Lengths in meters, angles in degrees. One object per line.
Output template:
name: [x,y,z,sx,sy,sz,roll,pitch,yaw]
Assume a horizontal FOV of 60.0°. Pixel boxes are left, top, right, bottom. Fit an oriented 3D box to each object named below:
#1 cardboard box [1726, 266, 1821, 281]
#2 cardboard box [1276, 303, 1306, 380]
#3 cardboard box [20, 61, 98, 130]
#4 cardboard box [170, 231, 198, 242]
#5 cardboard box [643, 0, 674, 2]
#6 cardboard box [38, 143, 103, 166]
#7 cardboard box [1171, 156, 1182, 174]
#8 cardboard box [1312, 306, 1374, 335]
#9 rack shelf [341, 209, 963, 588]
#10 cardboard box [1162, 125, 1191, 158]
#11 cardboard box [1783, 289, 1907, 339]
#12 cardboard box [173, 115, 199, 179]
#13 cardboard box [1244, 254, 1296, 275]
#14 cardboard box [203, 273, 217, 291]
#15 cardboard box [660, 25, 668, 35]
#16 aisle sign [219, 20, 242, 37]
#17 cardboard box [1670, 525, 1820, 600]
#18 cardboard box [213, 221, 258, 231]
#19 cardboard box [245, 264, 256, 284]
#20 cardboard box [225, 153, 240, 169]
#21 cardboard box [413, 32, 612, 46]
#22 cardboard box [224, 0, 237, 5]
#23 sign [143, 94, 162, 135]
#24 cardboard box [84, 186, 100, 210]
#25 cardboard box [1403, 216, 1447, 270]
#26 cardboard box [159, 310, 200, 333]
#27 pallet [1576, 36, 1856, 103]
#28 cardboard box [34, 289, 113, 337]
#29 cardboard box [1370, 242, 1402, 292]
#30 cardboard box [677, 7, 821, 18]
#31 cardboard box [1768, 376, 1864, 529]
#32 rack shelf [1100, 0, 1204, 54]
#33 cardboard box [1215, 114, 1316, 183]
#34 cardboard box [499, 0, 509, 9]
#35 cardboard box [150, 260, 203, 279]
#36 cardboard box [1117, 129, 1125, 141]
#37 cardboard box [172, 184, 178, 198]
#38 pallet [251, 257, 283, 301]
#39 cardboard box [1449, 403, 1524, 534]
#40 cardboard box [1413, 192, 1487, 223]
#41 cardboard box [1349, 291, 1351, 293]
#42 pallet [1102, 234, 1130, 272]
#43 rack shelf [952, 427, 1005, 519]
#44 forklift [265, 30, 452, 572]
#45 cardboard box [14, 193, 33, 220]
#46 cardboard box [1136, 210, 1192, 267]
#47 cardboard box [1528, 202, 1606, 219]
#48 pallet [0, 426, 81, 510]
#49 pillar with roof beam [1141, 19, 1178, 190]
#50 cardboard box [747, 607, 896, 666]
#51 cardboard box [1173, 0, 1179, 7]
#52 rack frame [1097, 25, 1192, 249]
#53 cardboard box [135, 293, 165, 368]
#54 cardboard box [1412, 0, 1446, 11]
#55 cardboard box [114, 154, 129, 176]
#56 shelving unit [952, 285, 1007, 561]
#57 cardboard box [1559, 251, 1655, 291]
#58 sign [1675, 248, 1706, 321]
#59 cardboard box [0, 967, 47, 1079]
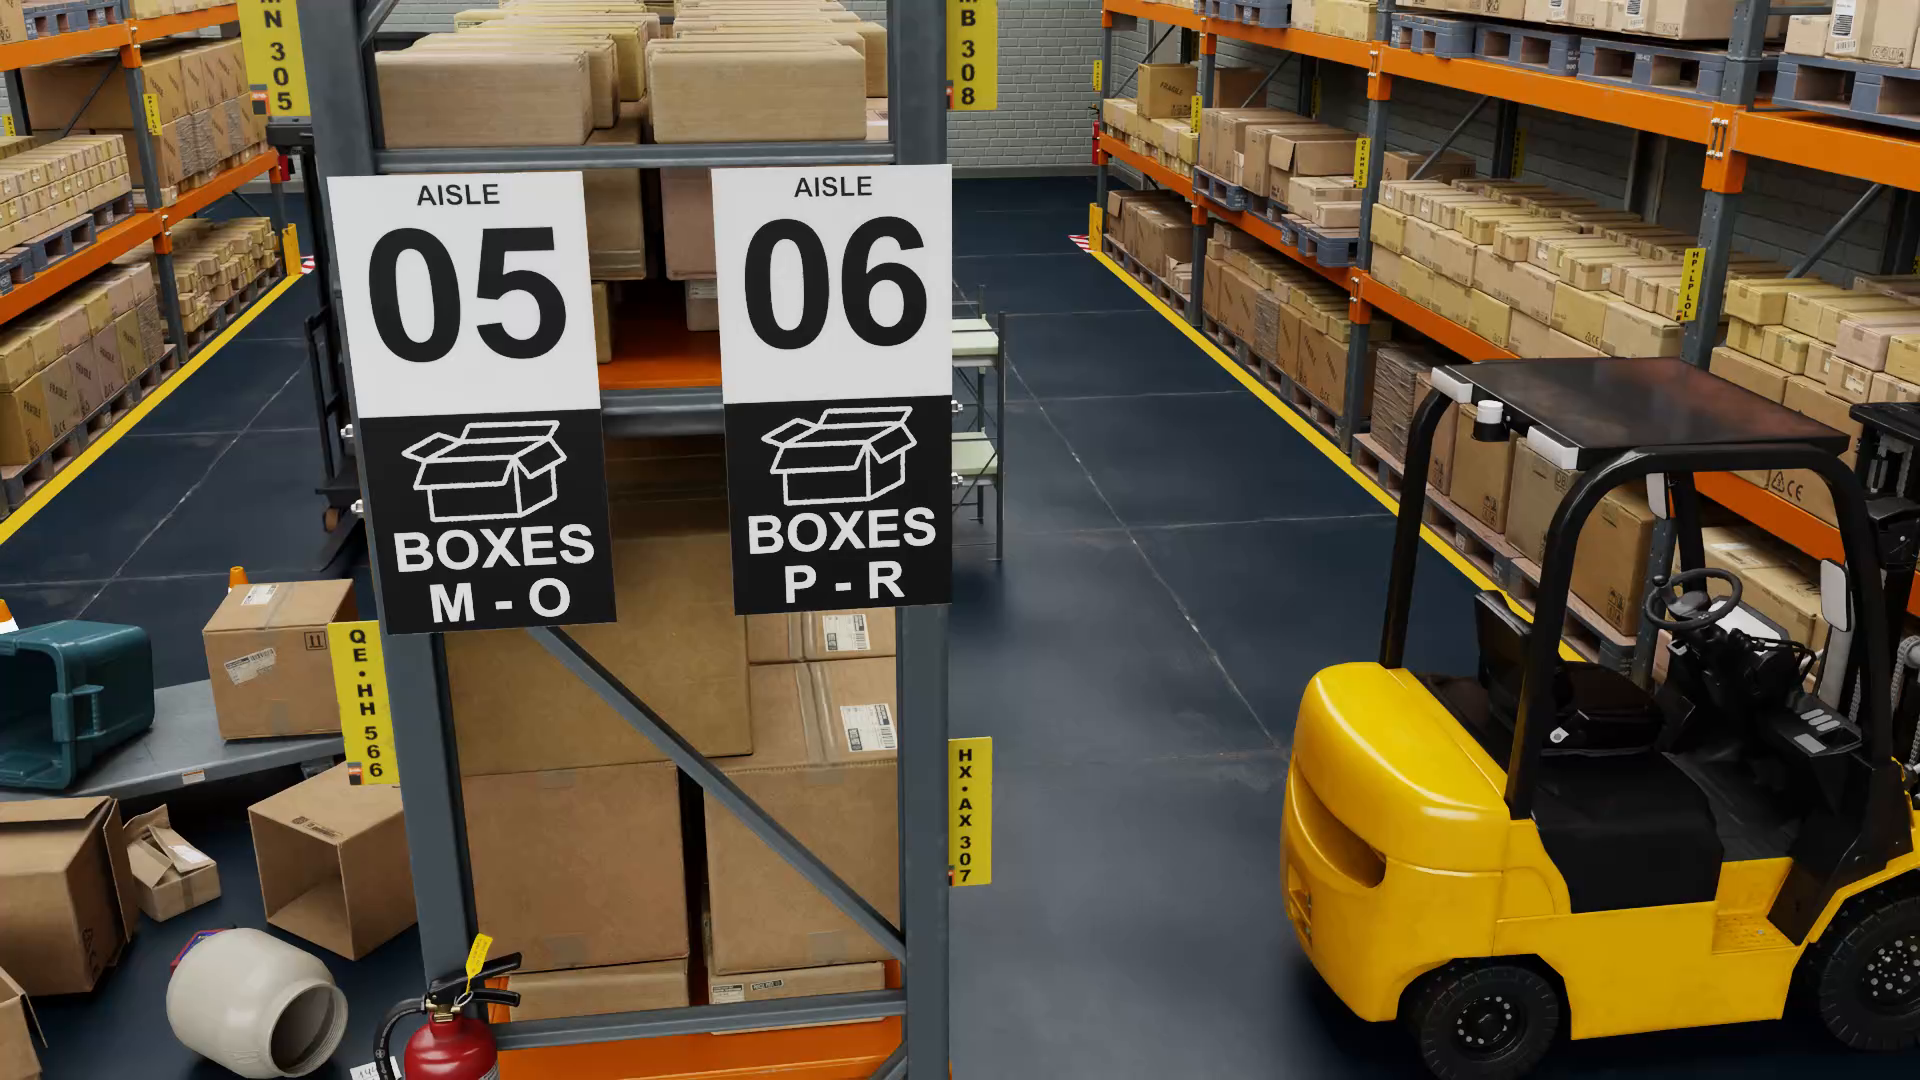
cardboard box: [3.985,-1.247,8.198,0.380,0.149,0.250,-4,21,-10]
cardboard box: [2.820,-1.569,13.103,0.500,0.500,0.500,-2,21,-5]
cardboard box: [-7.474,-3.706,13.853,0.500,0.500,0.500,-4,21,-10]
cardboard box: [-7.790,-2.963,16.487,0.380,0.149,0.250,-4,21,-10]
cardboard box: [-1.311,-2.377,6.905,0.500,0.250,0.500,-2,21,-7]
cardboard box: [-6.812,-2.948,12.730,0.380,0.149,0.250,-4,21,-9]
cardboard box: [2.240,-3.596,15.916,0.380,0.149,0.250,-2,21,-6]
cardboard box: [2.842,-1.634,12.349,0.380,0.149,0.250,-4,21,-11]
rack shelf: [-0.813,-0.792,4.792,1.077,0.370,4.000,-3,21,-8]
cardboard box: [2.255,-3.844,16.010,0.500,0.250,0.500,-3,21,-8]
cardboard box: [3.707,-0.948,6.972,0.380,0.149,0.250,-3,21,-7]
cardboard box: [-7.039,-3.443,14.580,0.500,0.500,0.500,-3,21,-8]
cardboard box: [2.663,-2.356,14.281,0.380,0.149,0.250,-3,21,-9]
cardboard box: [-7.122,-2.400,15.403,0.380,0.149,0.250,-2,21,-5]
cardboard box: [-1.309,-1.725,6.049,0.500,0.250,0.500,-3,21,-9]
aisle sign: [-7.429,-5.545,17.060,0.394,0.787,0.004,-3,21,-8]
cardboard box: [3.569,0.138,7.460,0.500,0.250,0.500,-3,21,-9]
cardboard box: [-7.408,-3.166,17.031,0.380,0.149,0.250,-3,21,-7]
cardboard box: [-7.195,-2.627,16.436,0.380,0.149,0.250,-4,21,-10]
cardboard box: [-7.270,-3.717,16.239,0.380,0.149,0.250,-4,21,-10]
cardboard box: [-0.920,-0.974,3.468,0.380,0.149,0.250,-3,21,-8]
cardboard box: [-7.307,-5.301,16.050,0.500,0.250,0.500,-3,21,-8]
sign: [-6.590,-3.473,13.574,0.100,0.325,0.005,-3,21,-8]
cardboard box: [-6.777,-2.590,12.623,0.380,0.149,0.250,-4,21,-11]
cardboard box: [3.127,-1.878,10.456,0.500,0.250,0.500,-2,21,-6]
cardboard box: [-6.873,-1.905,14.505,0.380,0.149,0.250,-4,21,-10]
pallet: [3.670,-2.289,8.043,0.805,0.209,1.217,-4,21,-10]
cardboard box: [-6.630,-1.673,12.308,0.500,0.250,0.500,-4,21,-10]
cardboard box: [3.056,-1.817,11.008,0.500,0.250,0.500,-3,21,-8]
cardboard box: [-0.562,-1.355,4.488,0.380,0.149,0.250,-2,21,-7]
cardboard box: [3.707,-0.369,6.774,0.500,0.500,0.500,-3,21,-7]
rack shelf: [2.368,-5.199,16.589,1.077,0.370,4.000,-3,21,-8]
cardboard box: [2.580,-3.324,14.085,0.700,0.500,0.500,-3,21,-7]
cardboard box: [-1.272,-1.679,5.358,0.380,0.149,0.250,-3,21,-8]
cardboard box: [-7.109,-2.444,15.097,0.380,0.149,0.250,-3,21,-9]
cardboard box: [1.939,-4.492,18.315,0.380,0.149,0.250,-2,21,-6]
cardboard box: [-6.966,-2.984,14.279,0.380,0.149,0.250,-2,21,-6]
pallet: [-7.622,-2.671,17.066,1.003,0.211,1.213,-3,21,-8]
cardboard box: [3.509,-0.462,9.960,0.875,0.625,0.625,-4,21,-10]
cardboard box: [3.090,-2.099,10.478,0.380,0.149,0.250,-2,21,-6]
cardboard box: [3.307,-1.941,13.172,0.380,0.149,0.250,-3,21,-9]
pallet: [2.207,-3.214,18.521,1.003,0.211,1.213,-3,21,-8]
rack shelf: [0.001,-0.395,10.062,0.431,0.370,0.720,-3,21,-8]
forklift: [-3.406,-1.532,10.129,1.130,2.935,3.031,-2,21,-6]
cardboard box: [-6.587,-2.272,11.347,0.380,0.149,0.250,-3,21,-8]
cardboard box: [2.137,-3.146,17.325,0.500,0.500,0.500,-3,21,-7]
cardboard box: [3.671,-1.948,10.075,0.380,0.149,0.250,-3,21,-8]
pallet: [-6.673,-0.481,11.203,1.003,0.211,1.213,-3,21,-8]
pillar with roof beam: [-1.677,-8.395,19.833,9.100,9.000,0.400,-3,21,-8]
cardboard box: [-0.396,0.425,4.223,0.500,0.500,0.500,-2,21,-6]
cardboard box: [2.219,-5.099,15.653,0.380,0.149,0.250,-3,21,-8]
rack frame: [2.080,-4.823,18.842,1.000,3.000,0.127,-3,21,-8]
cardboard box: [-6.782,-1.684,13.410,0.500,0.500,0.500,-3,21,-9]
cardboard box: [3.097,-3.486,10.089,0.500,0.500,0.500,-3,21,-7]
cardboard box: [-6.886,-2.992,13.275,0.380,0.149,0.250,-2,21,-6]
shelving unit: [0.001,-0.700,9.948,0.431,1.500,0.755,-3,21,-8]
cardboard box: [3.334,-1.386,8.571,0.380,0.149,0.250,-4,21,-9]
sign: [3.274,-1.143,7.447,0.100,0.325,0.005,-3,21,-8]
cardboard box: [-3.283,1.657,5.060,0.637,0.503,0.797,17,27,39]
